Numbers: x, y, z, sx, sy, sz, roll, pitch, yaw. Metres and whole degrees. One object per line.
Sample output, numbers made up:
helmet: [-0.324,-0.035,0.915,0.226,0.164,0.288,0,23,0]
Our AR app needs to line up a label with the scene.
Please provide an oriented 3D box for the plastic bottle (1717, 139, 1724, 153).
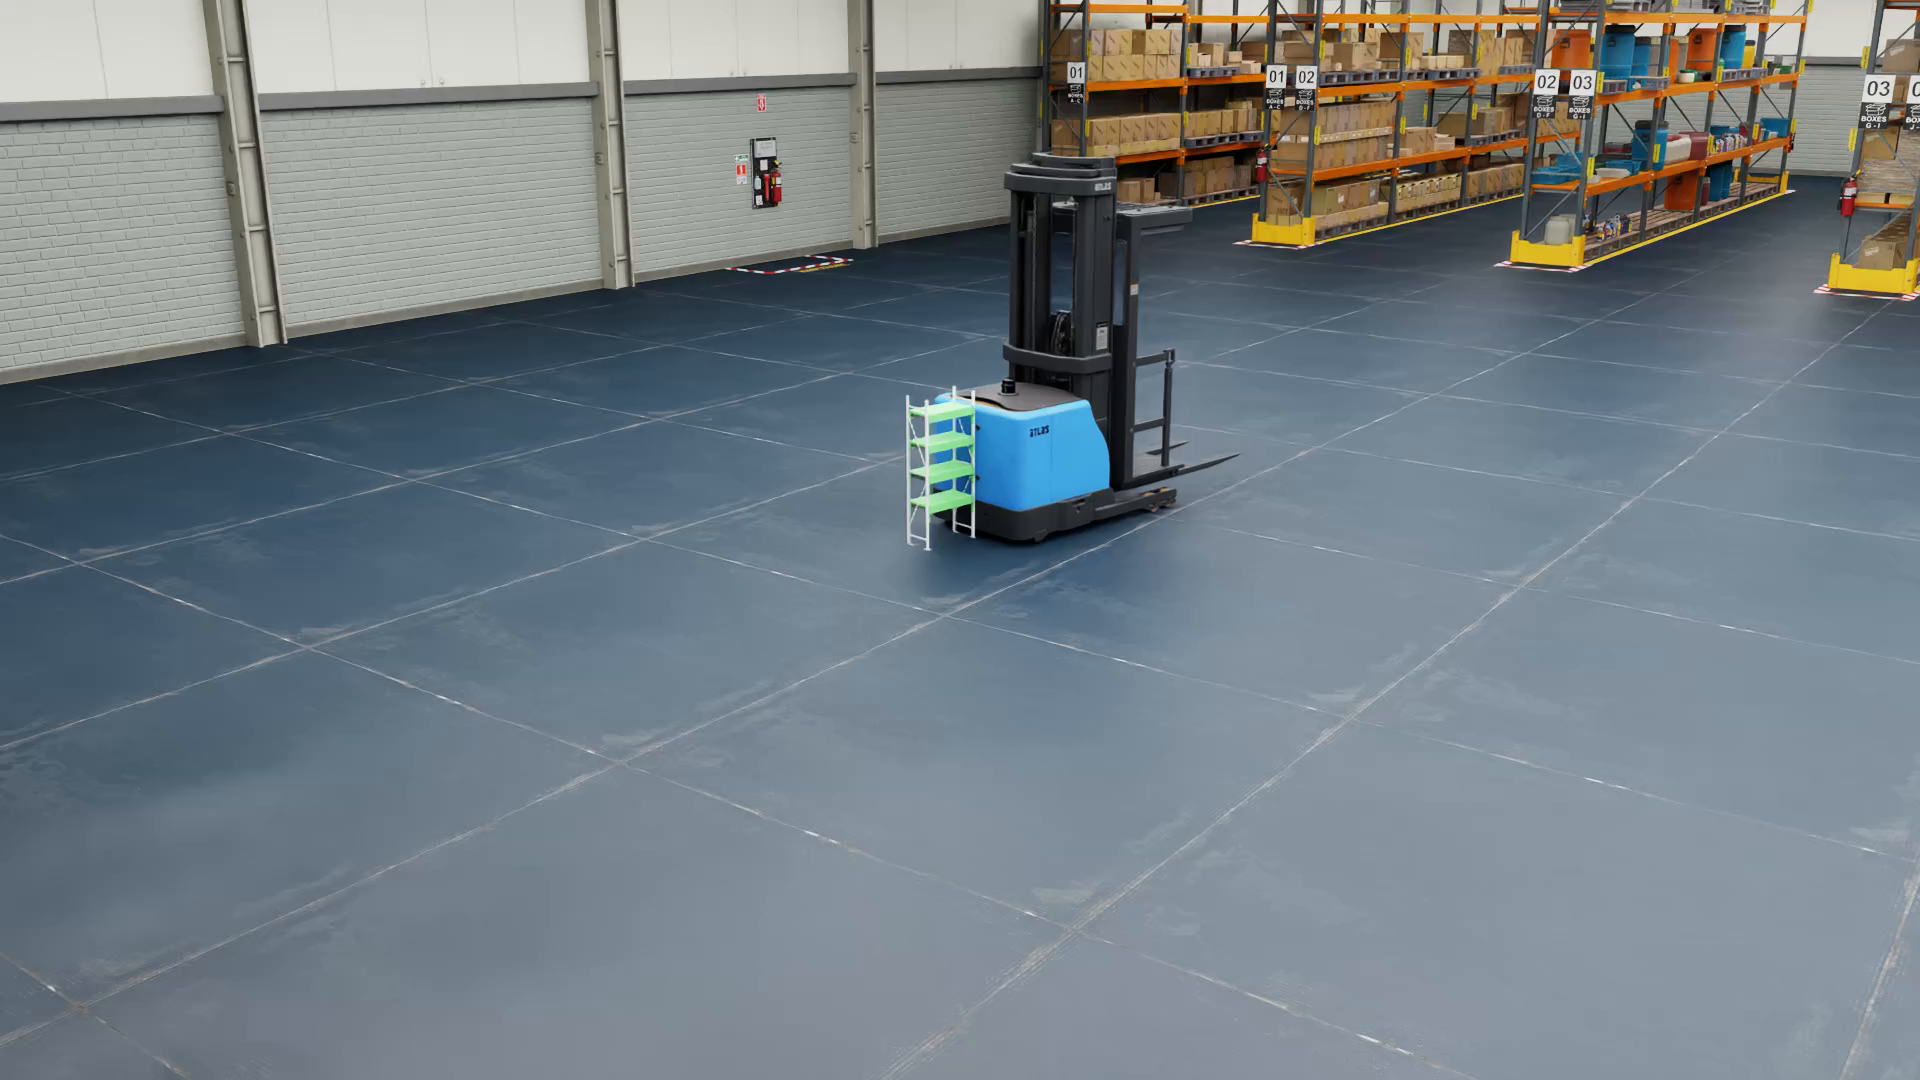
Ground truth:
plastic bottle: [16.172,-8.390,35.413,0.152,0.276,0.135,12,21,35]

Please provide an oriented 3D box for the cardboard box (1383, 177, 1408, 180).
cardboard box: [9.387,-7.661,35.840,0.500,0.311,0.500,12,21,34]

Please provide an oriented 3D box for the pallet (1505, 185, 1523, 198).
pallet: [12.782,-8.370,39.840,1.003,0.211,1.213,12,21,35]

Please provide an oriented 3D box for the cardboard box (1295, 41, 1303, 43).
cardboard box: [8.013,-12.025,40.939,0.700,0.500,0.500,12,21,35]

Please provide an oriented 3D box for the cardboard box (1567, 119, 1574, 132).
cardboard box: [15.265,-10.623,42.227,0.500,0.500,0.500,13,21,35]

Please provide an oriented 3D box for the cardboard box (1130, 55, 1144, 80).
cardboard box: [3.462,-9.821,34.551,0.500,0.500,0.500,14,22,38]

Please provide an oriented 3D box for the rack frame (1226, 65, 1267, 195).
rack frame: [6.872,-9.824,39.820,1.000,3.000,0.127,12,21,35]

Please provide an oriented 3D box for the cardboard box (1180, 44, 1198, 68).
cardboard box: [4.879,-10.668,36.604,0.500,0.500,0.500,16,24,42]

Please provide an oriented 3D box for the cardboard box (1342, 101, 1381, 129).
cardboard box: [7.910,-8.436,32.997,0.700,0.500,0.500,12,21,35]

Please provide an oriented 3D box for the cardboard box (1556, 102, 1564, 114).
cardboard box: [14.663,-10.858,41.297,0.500,0.500,0.500,13,22,36]

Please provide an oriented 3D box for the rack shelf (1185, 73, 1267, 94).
rack shelf: [5.680,-10.436,37.948,1.077,0.370,4.000,12,21,35]

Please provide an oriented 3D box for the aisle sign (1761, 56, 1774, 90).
aisle sign: [19.399,-11.290,40.157,0.394,0.787,0.004,12,21,35]

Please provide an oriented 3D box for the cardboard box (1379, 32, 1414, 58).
cardboard box: [8.868,-10.056,33.791,0.500,0.500,0.500,13,21,35]

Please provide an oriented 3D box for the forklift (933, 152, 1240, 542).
forklift: [1.201,-1.734,13.886,3.031,2.935,1.130,-16,23,-41]

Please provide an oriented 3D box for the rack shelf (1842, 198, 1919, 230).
rack shelf: [15.231,-5.425,26.869,1.077,0.370,4.000,12,21,35]

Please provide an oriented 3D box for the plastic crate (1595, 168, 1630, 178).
plastic crate: [11.681,-6.563,29.764,0.530,0.136,0.437,12,21,35]

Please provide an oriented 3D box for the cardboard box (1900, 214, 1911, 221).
cardboard box: [16.806,-5.404,29.061,0.700,0.500,0.500,11,20,31]

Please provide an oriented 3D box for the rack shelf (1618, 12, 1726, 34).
rack shelf: [13.637,-9.927,31.925,1.077,0.370,4.000,12,21,35]

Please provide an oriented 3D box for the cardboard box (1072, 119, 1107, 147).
cardboard box: [2.631,-8.275,33.787,0.500,0.500,0.500,12,21,35]

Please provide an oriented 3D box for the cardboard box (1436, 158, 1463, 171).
cardboard box: [11.251,-8.602,38.095,0.500,0.250,0.500,13,22,37]

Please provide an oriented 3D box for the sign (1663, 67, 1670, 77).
sign: [12.880,-8.457,30.347,0.100,0.325,0.005,12,21,35]

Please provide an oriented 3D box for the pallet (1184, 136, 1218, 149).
pallet: [5.061,-8.936,37.284,1.003,0.211,1.213,12,21,35]

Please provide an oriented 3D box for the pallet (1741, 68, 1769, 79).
pallet: [16.823,-10.164,36.177,1.213,0.211,1.003,12,21,35]

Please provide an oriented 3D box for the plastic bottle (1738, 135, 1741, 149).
plastic bottle: [17.135,-8.756,36.578,0.061,0.283,0.133,12,21,35]

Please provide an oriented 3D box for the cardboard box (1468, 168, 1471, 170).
cardboard box: [11.530,-8.353,38.557,0.500,0.500,0.500,12,21,33]

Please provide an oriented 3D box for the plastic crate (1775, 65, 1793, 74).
plastic crate: [19.237,-11.024,38.986,0.450,0.188,0.336,12,21,35]

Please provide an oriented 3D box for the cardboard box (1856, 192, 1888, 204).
cardboard box: [14.043,-5.277,25.602,0.380,0.149,0.250,12,21,35]

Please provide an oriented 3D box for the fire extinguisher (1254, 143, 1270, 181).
fire extinguisher: [5.642,-7.061,31.053,0.296,0.674,0.183,12,21,35]

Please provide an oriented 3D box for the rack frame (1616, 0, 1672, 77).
rack frame: [12.445,-9.985,30.225,1.000,3.000,0.127,12,21,35]

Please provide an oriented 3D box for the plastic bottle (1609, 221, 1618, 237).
plastic bottle: [11.886,-5.665,30.278,0.152,0.276,0.135,13,21,36]

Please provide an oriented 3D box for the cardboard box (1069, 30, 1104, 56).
cardboard box: [2.530,-9.934,33.231,0.500,0.500,0.500,11,20,31]

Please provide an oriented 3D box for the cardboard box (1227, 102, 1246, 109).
cardboard box: [6.511,-10.225,39.107,0.380,0.149,0.250,9,19,26]

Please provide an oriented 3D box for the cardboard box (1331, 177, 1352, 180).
cardboard box: [7.650,-7.066,33.605,0.500,0.500,0.500,12,21,35]

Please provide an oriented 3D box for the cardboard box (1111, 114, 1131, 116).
cardboard box: [3.428,-8.852,35.645,0.500,0.500,0.500,13,22,36]

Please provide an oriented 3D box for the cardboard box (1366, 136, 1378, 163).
cardboard box: [7.901,-7.811,33.169,0.700,0.500,0.500,12,21,34]

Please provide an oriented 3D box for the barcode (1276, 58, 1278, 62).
barcode: [5.878,-8.911,30.843,0.001,0.075,0.075,12,21,35]

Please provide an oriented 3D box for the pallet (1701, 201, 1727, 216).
pallet: [15.992,-7.226,36.156,1.003,0.211,1.213,12,21,35]

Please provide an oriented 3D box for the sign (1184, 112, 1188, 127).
sign: [4.929,-9.190,36.321,0.100,0.325,0.005,12,21,35]

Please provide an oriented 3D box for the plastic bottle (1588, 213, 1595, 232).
plastic bottle: [11.747,-5.921,30.977,0.144,0.351,0.185,12,21,35]

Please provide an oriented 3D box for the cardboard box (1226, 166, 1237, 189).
cardboard box: [6.084,-8.557,39.215,0.700,0.500,0.500,12,21,35]

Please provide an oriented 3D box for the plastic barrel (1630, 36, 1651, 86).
plastic barrel: [12.574,-8.952,31.109,0.600,0.901,0.708,12,21,35]

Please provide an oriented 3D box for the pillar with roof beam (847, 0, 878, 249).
pillar with roof beam: [1.710,-8.913,26.772,9.100,9.000,0.400,12,21,35]

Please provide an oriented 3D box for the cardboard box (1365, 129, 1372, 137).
cardboard box: [7.871,-8.009,32.715,0.380,0.149,0.250,12,21,34]

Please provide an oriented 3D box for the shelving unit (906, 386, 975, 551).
shelving unit: [-0.149,-0.562,13.031,0.503,1.200,0.258,-16,23,-41]

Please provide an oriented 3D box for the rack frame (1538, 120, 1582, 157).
rack frame: [15.619,-10.855,43.140,1.000,3.000,0.127,12,21,35]

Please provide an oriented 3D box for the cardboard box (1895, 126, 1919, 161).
cardboard box: [14.586,-6.043,25.288,0.500,0.500,0.500,12,21,35]

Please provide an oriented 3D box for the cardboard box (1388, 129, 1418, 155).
cardboard box: [9.254,-8.350,34.905,0.500,0.500,0.500,14,22,39]

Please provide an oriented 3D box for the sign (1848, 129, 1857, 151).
sign: [13.606,-6.099,25.341,0.100,0.325,0.005,12,21,35]

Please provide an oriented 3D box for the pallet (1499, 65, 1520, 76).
pallet: [12.175,-10.854,38.398,1.213,0.211,1.003,12,21,35]

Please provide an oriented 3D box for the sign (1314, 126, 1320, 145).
sign: [6.528,-7.396,30.408,0.100,0.325,0.005,12,21,35]

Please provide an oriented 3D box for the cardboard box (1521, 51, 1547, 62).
cardboard box: [13.725,-11.574,39.807,0.500,0.250,0.500,12,21,35]

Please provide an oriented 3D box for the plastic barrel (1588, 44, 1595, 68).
plastic barrel: [10.639,-8.185,28.458,0.600,0.588,0.600,0,17,0]

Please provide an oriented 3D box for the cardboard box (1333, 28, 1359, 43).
cardboard box: [9.905,-12.864,42.664,0.500,0.500,0.500,12,21,34]
